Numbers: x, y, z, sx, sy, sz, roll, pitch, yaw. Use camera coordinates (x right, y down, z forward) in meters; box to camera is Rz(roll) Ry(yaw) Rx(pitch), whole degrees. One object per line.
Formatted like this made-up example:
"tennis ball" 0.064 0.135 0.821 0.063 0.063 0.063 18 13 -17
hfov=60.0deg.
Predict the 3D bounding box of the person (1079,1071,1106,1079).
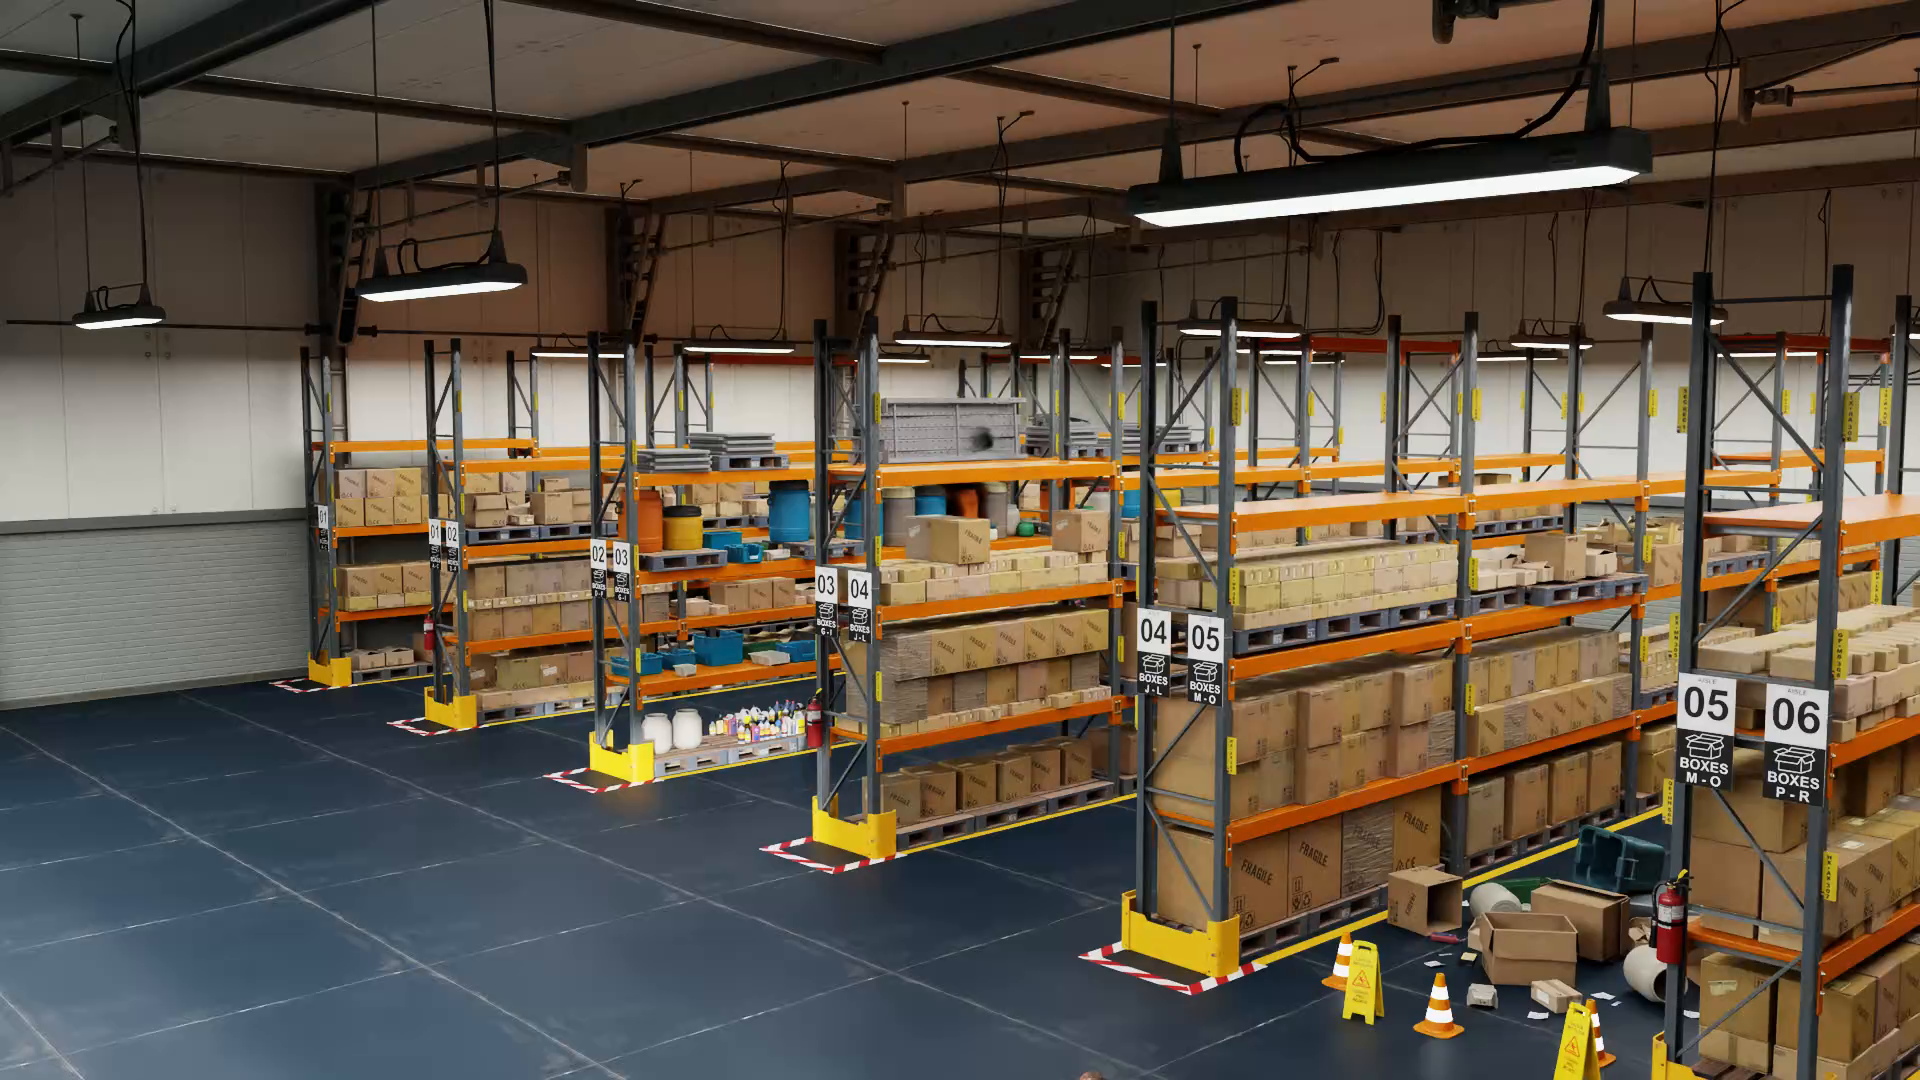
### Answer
"person" 0.698 3.620 8.949 0.547 1.565 0.541 0 5 4
